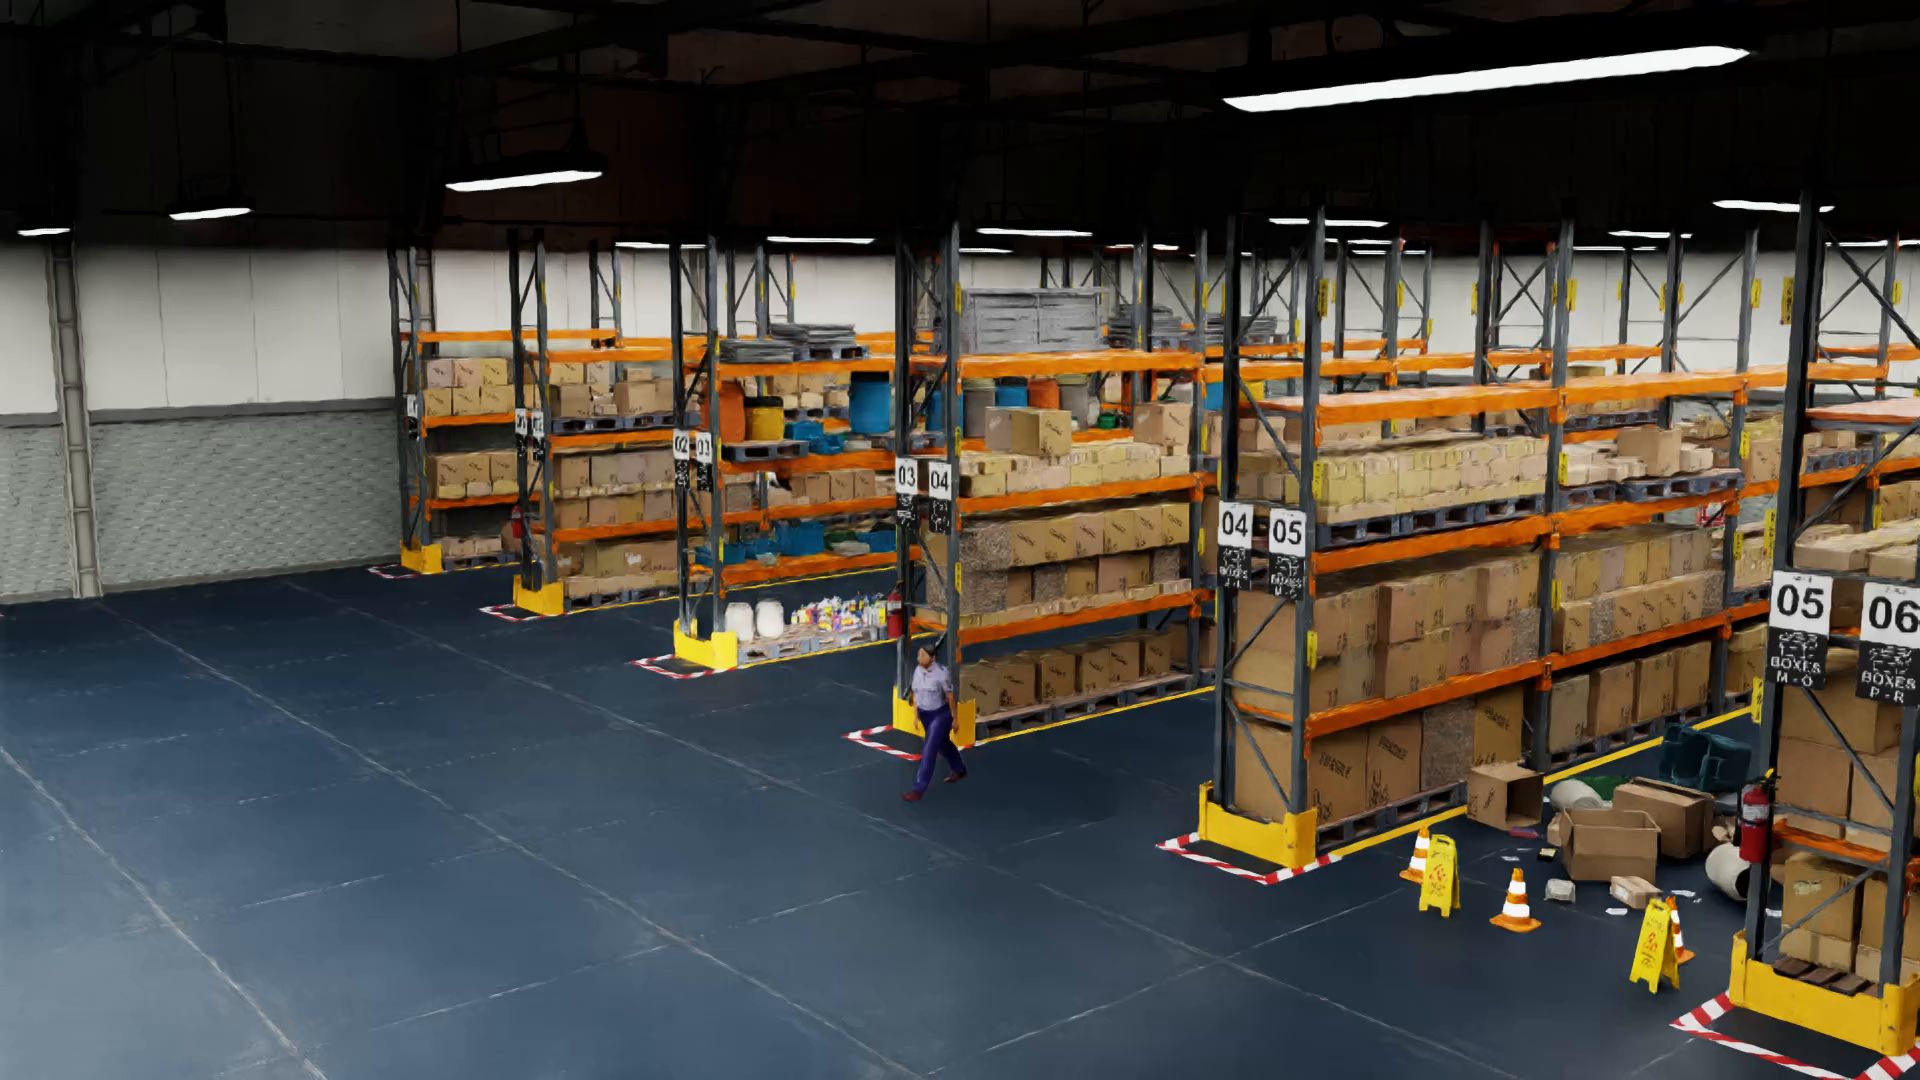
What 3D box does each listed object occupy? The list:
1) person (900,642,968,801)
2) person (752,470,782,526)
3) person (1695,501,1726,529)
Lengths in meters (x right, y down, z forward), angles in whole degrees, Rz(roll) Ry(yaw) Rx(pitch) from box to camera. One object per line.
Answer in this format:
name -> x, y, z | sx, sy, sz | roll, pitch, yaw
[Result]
person -> -0.292, 1.792, 16.924 | 1.090, 1.565, 0.482 | -8, 12, -41
person -> -3.872, -0.813, 33.388 | 0.564, 1.699, 1.088 | 7, 12, 40
person -> 13.340, -0.228, 29.509 | 0.581, 1.761, 0.937 | 4, 10, 24
